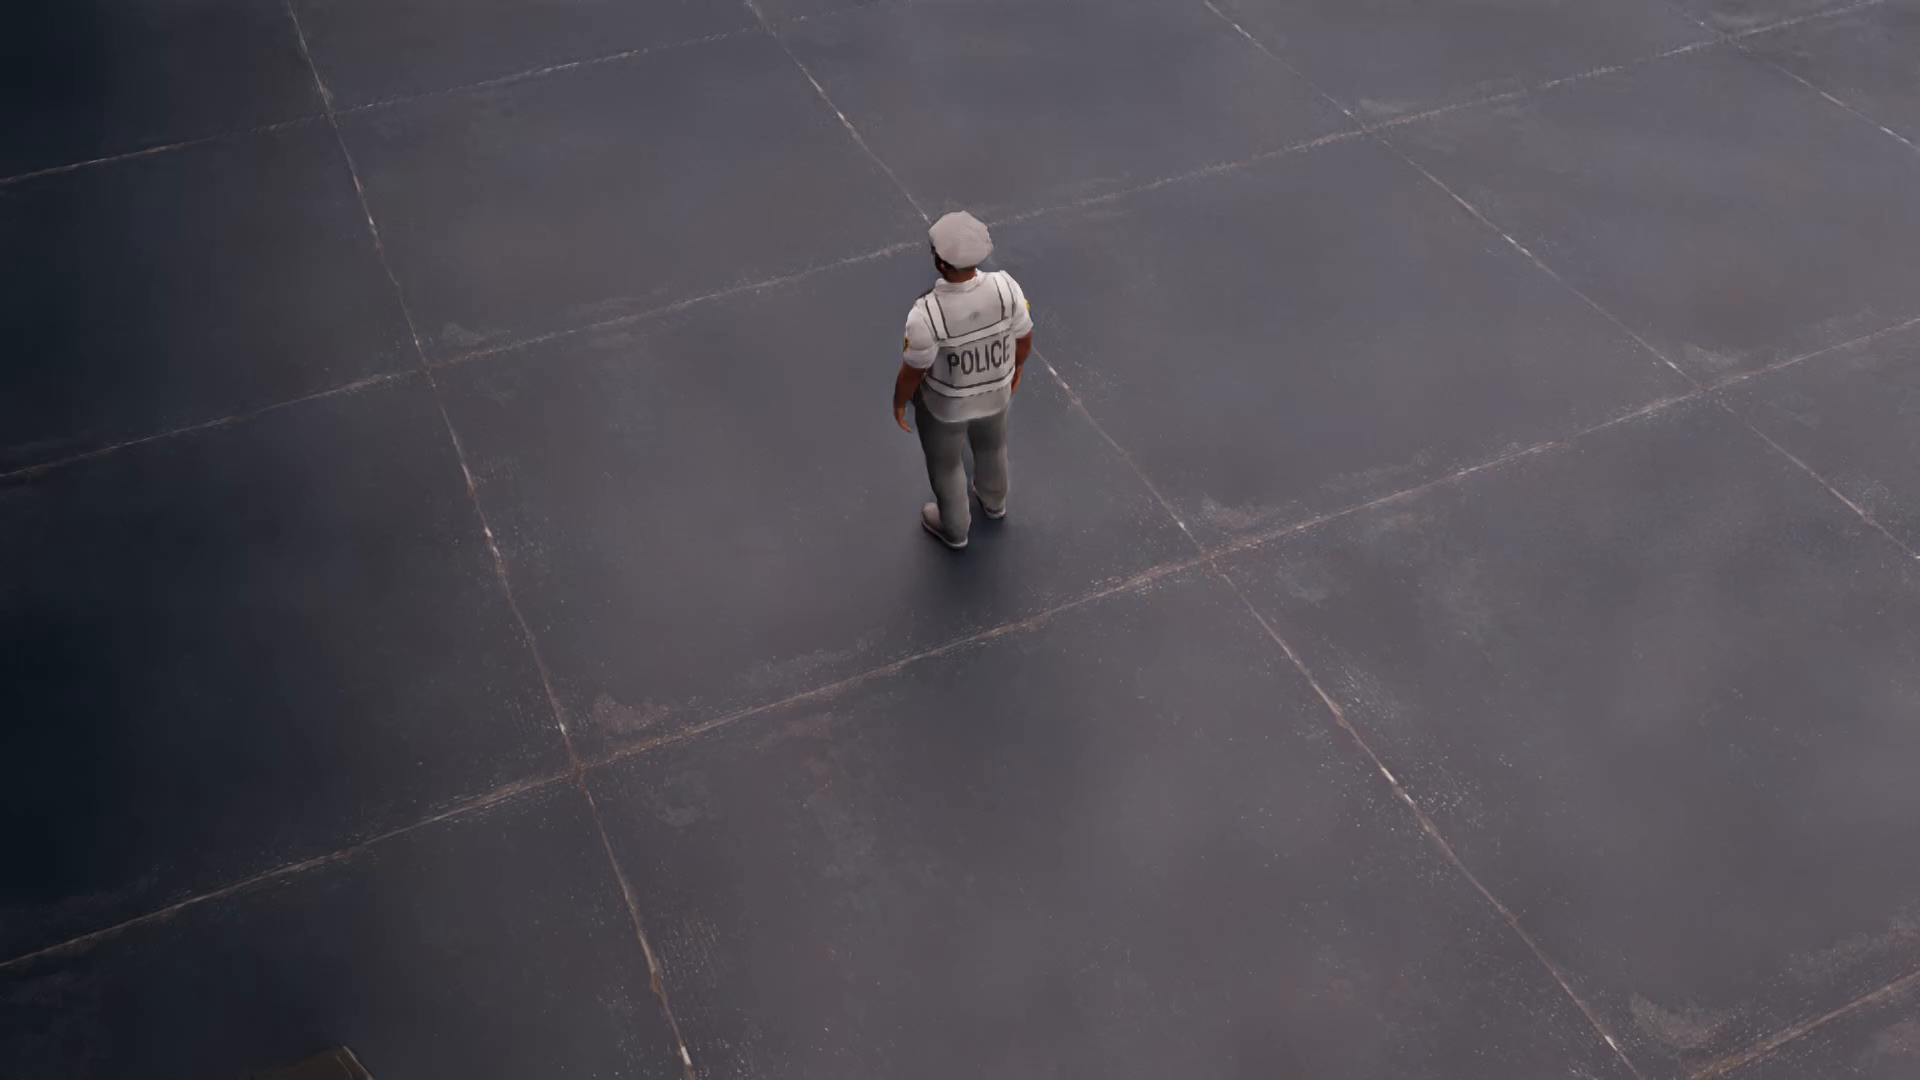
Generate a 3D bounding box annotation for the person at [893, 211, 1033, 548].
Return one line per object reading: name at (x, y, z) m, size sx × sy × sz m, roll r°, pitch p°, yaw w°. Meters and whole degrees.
person at (-0.022, -0.709, 7.270) m, size 0.640 × 1.781 × 0.574 m, roll -18°, pitch 46°, yaw -18°

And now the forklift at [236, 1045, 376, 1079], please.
forklift at (-0.855, 2.395, 3.113) m, size 1.130 × 2.935 × 3.031 m, roll -34°, pitch 53°, yaw -31°
